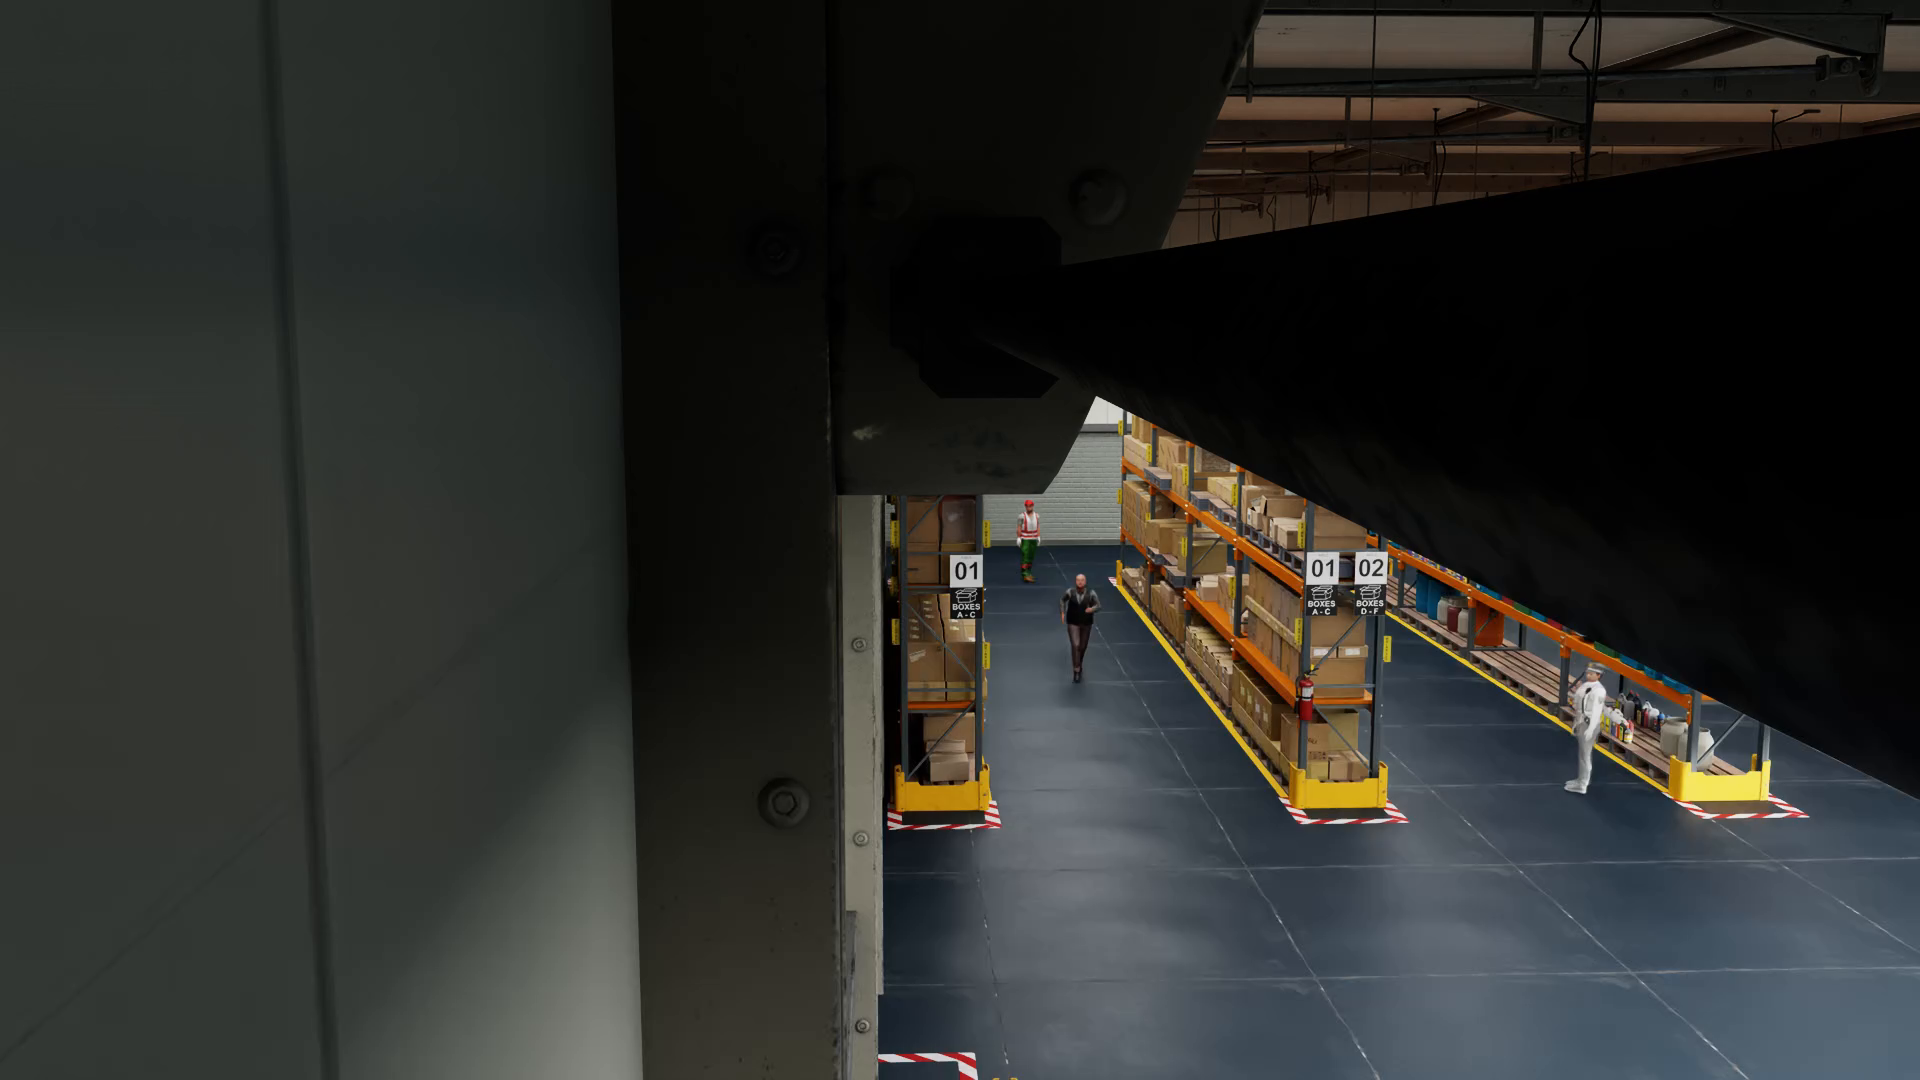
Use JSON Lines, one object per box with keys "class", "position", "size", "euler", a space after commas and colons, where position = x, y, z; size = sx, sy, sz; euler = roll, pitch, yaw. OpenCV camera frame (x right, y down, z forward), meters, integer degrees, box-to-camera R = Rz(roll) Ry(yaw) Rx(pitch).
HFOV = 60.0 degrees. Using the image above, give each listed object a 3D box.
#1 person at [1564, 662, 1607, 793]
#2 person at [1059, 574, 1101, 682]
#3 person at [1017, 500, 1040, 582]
{"class": "person", "position": [7.992, 2.386, 21.245], "size": [0.473, 1.682, 0.542], "euler": [1, 9, 9]}
{"class": "person", "position": [2.008, 1.411, 27.486], "size": [0.659, 1.695, 0.995], "euler": [-1, 8, -5]}
{"class": "person", "position": [1.579, 0.010, 36.952], "size": [0.578, 1.802, 0.569], "euler": [-5, 10, -32]}
